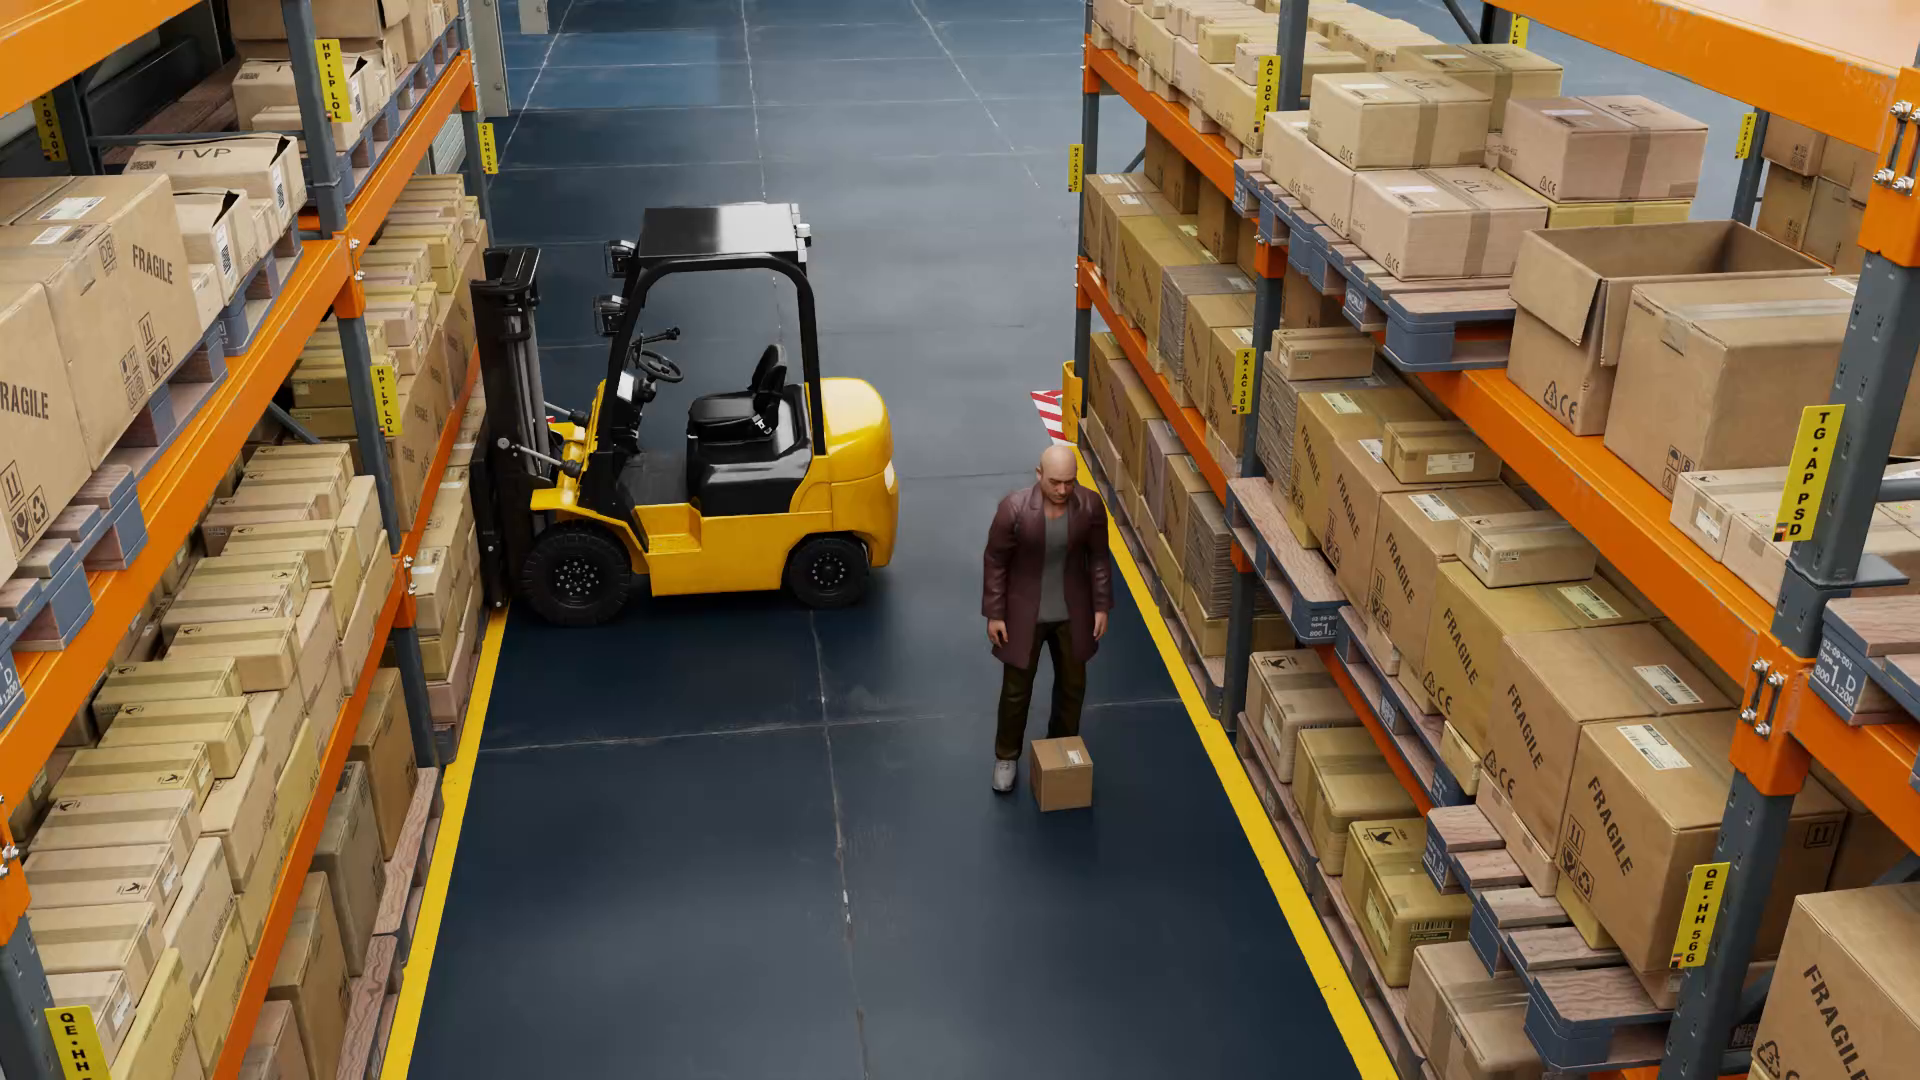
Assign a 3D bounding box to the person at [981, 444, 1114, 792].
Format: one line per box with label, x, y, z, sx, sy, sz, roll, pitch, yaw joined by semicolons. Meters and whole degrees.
person;0.419;0.350;7.940;0.644;1.774;0.423;-4;27;-8
